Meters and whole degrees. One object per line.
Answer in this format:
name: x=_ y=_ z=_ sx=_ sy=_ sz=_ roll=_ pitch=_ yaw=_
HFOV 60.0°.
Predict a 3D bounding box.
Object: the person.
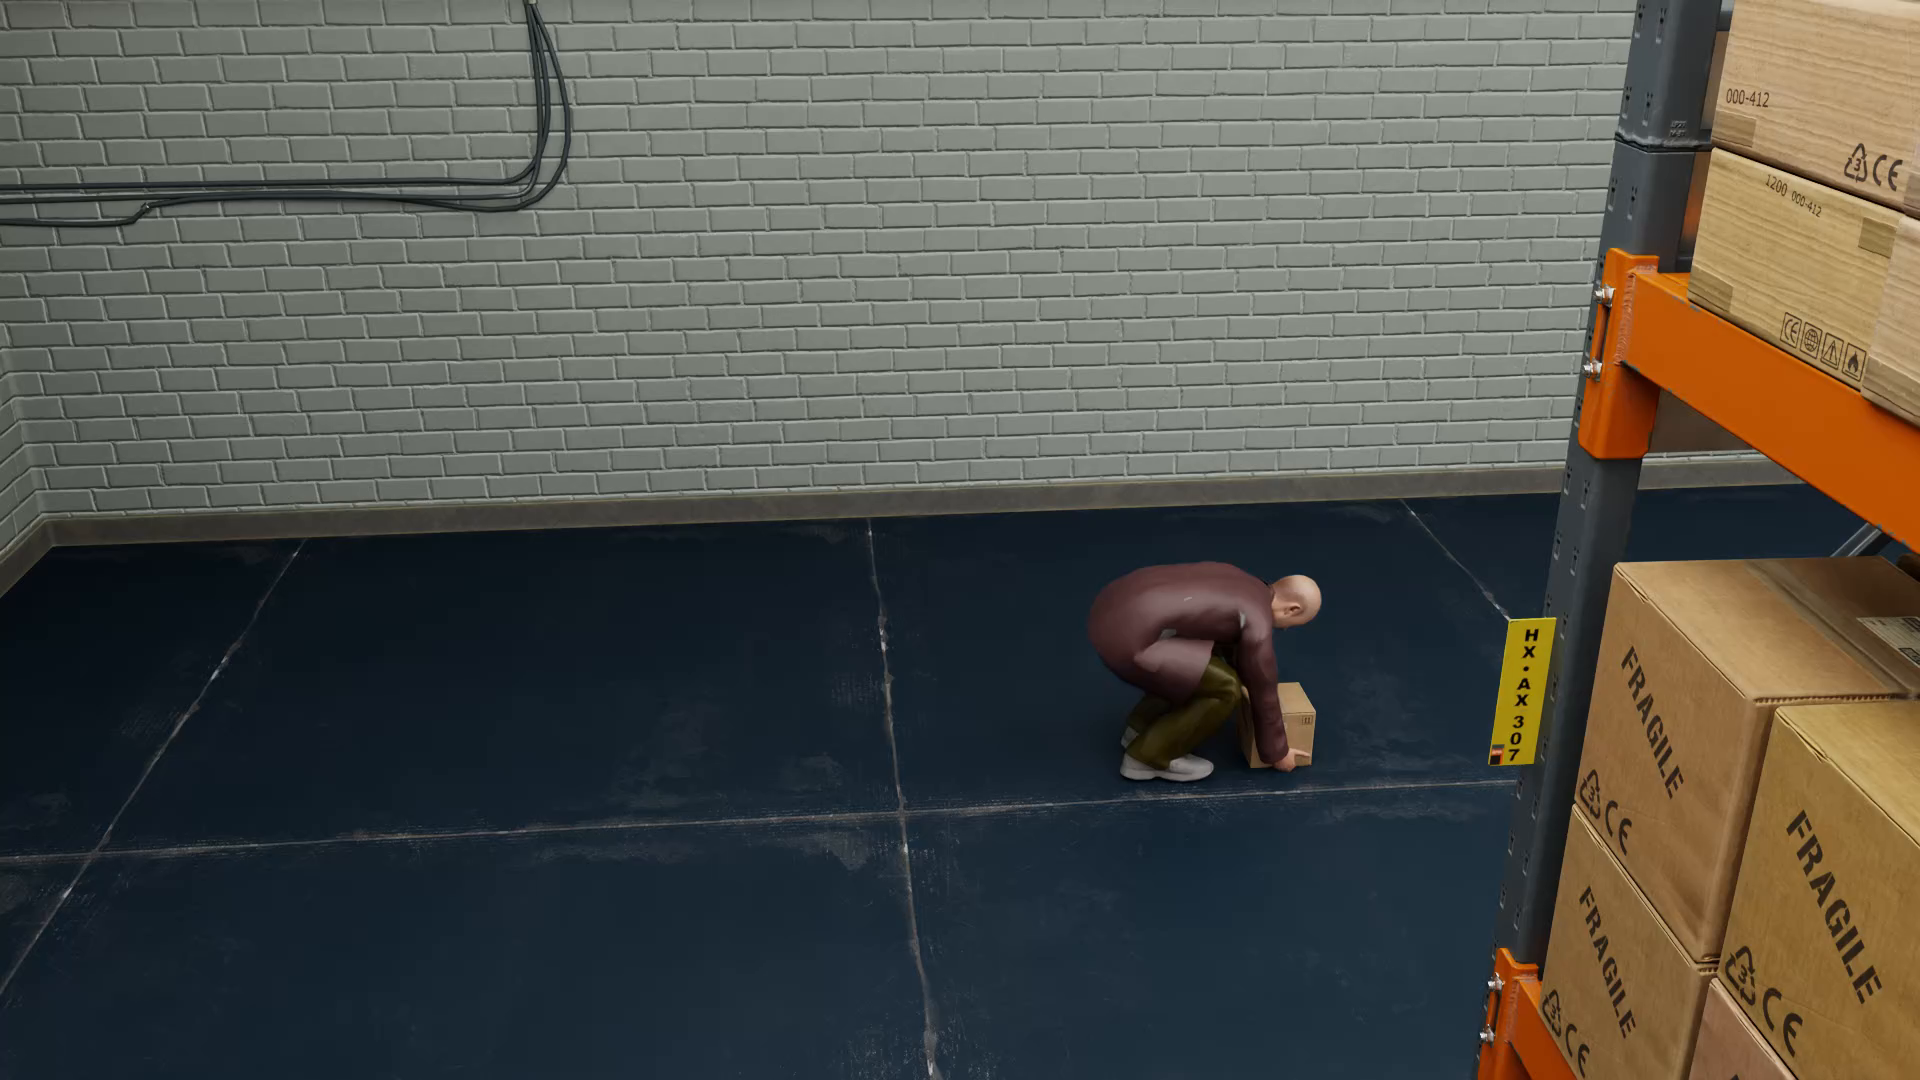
person: x=0.967 y=0.512 z=6.641 sx=0.951 sy=0.858 sz=0.580 roll=-3 pitch=24 yaw=-7
